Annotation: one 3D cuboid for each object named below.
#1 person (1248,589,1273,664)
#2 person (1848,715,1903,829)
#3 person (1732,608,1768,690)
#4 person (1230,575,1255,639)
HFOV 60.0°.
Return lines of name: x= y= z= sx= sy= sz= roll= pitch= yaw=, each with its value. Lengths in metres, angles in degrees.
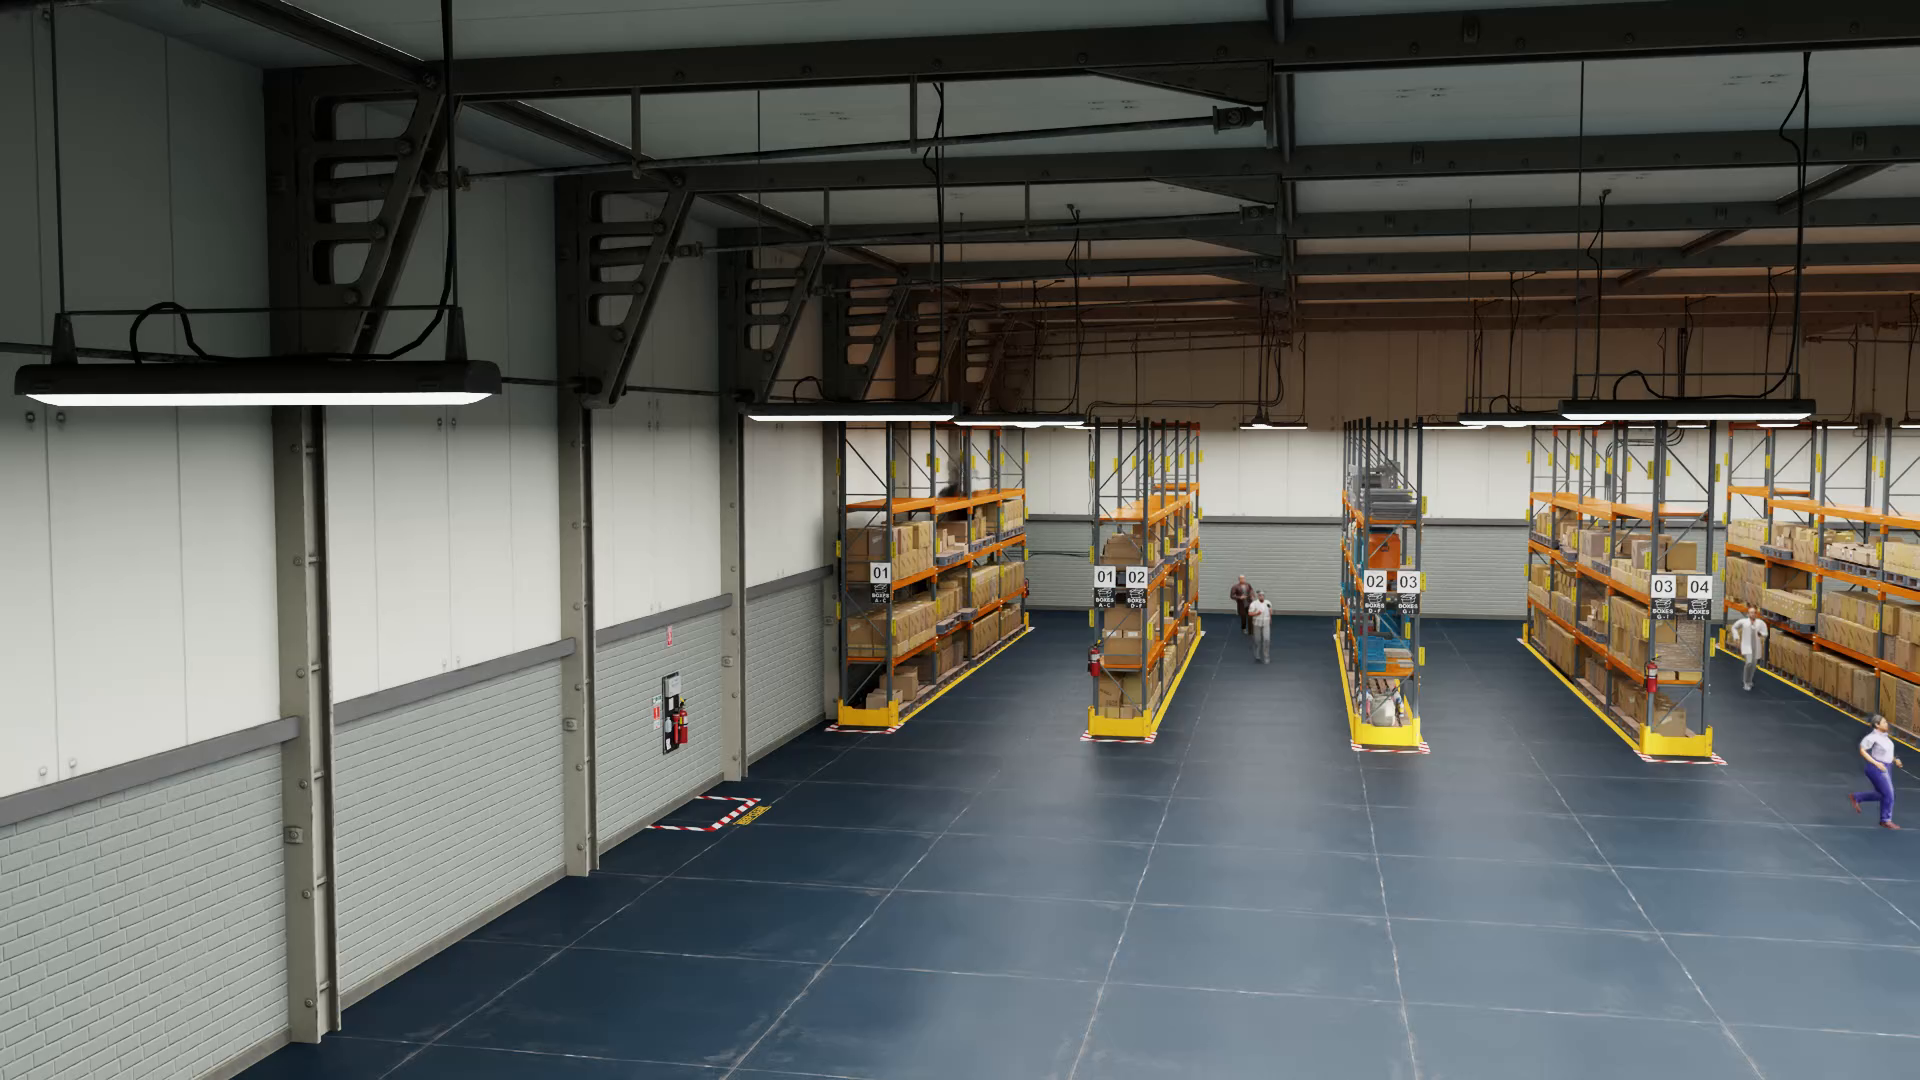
person: x=7.505 y=2.143 z=41.450 sx=0.648 sy=1.820 sz=0.849 roll=0 pitch=4 yaw=0
person: x=13.320 y=3.365 z=24.209 sx=0.607 sy=1.620 sz=0.745 roll=-4 pitch=5 yaw=-44
person: x=17.650 y=2.431 z=37.113 sx=0.668 sy=1.842 sz=0.825 roll=0 pitch=4 yaw=6
person: x=7.879 y=1.865 z=46.402 sx=0.734 sy=1.765 sz=0.973 roll=-1 pitch=4 yaw=-8
